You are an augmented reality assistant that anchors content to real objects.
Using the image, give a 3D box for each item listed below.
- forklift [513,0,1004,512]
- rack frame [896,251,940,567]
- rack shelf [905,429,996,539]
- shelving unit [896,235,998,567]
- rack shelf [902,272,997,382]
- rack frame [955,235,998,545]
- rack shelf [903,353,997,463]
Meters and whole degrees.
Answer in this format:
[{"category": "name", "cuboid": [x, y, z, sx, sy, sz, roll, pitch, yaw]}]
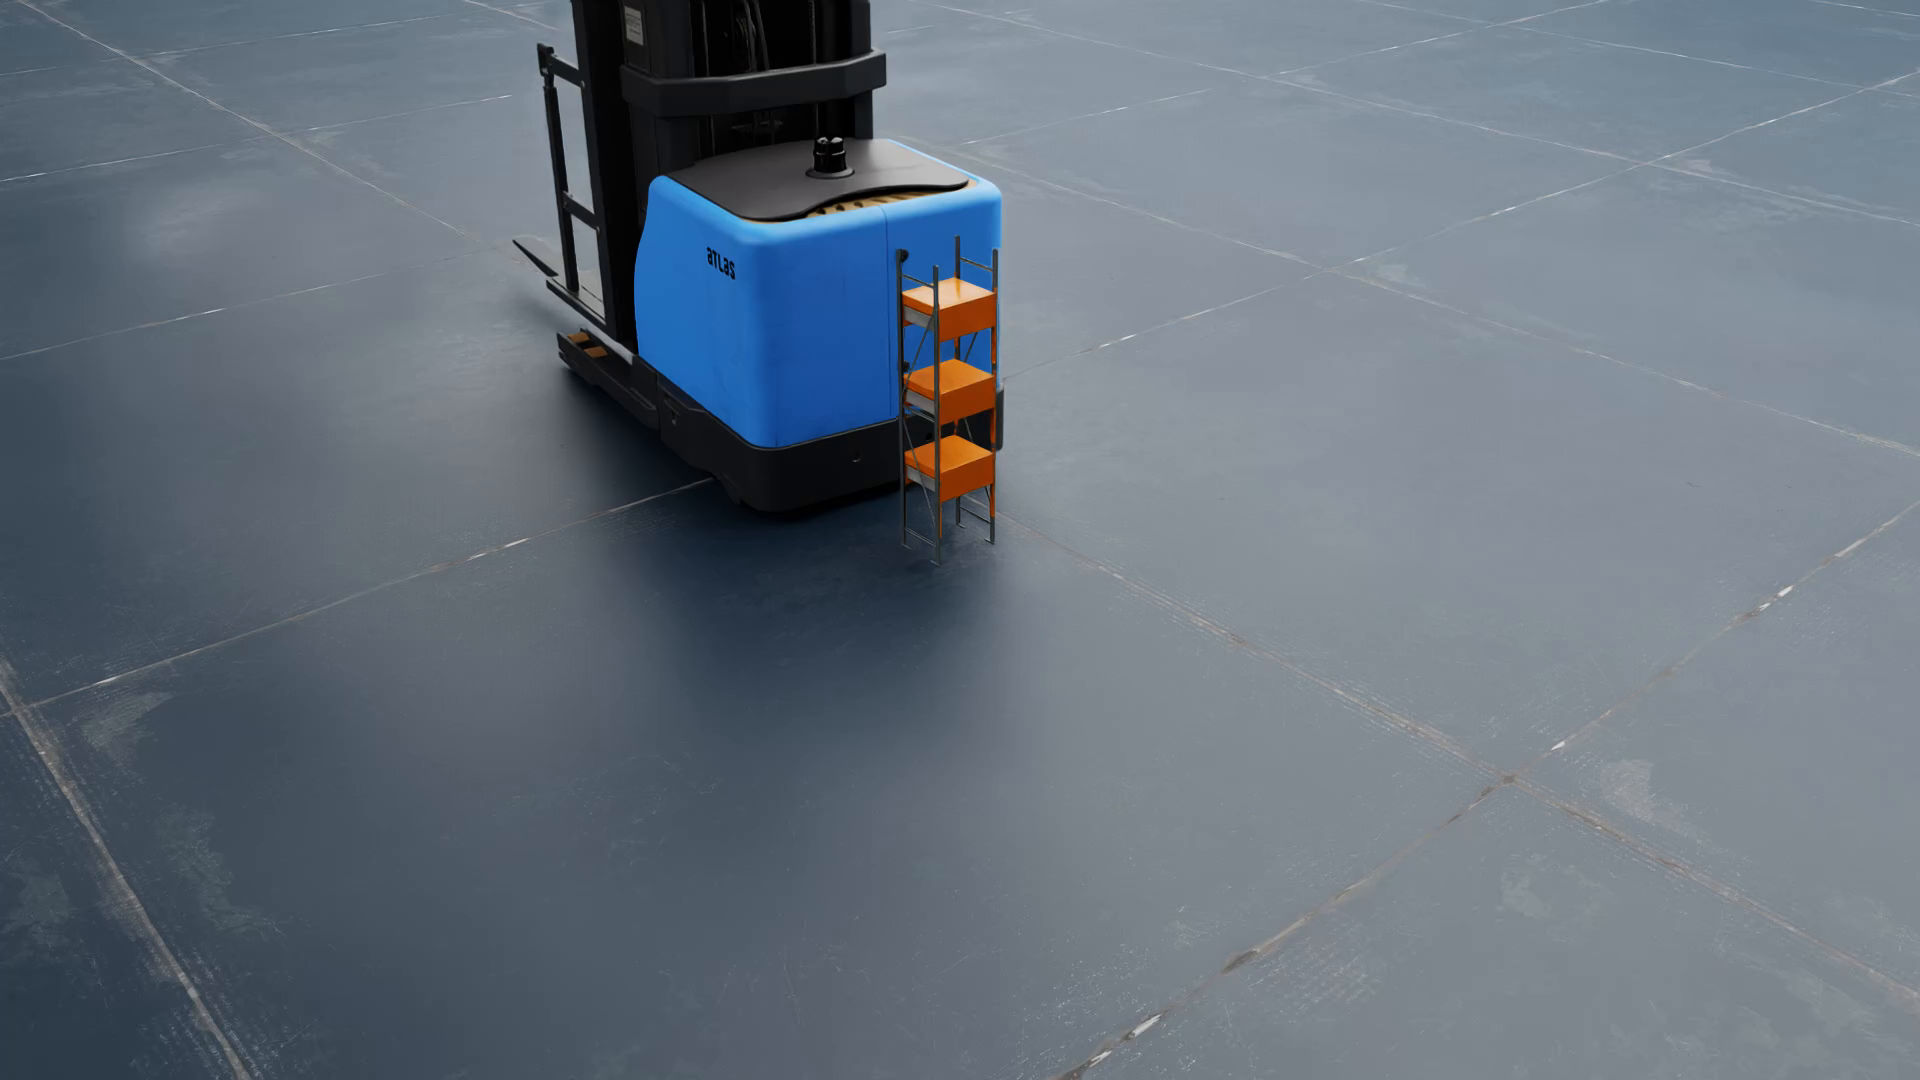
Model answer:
[{"category": "forklift", "cuboid": [-1.055, -2.041, 6.459, 1.130, 2.935, 3.031, -17, 32, -28]}, {"category": "rack frame", "cuboid": [-0.134, -0.409, 5.402, 0.008, 1.050, 0.200, -22, 35, -35]}, {"category": "rack shelf", "cuboid": [-0.041, -0.192, 5.608, 0.240, 0.259, 0.215, -22, 35, -35]}, {"category": "shelving unit", "cuboid": [-0.041, -0.447, 5.472, 0.252, 1.050, 0.215, -22, 35, -35]}, {"category": "rack shelf", "cuboid": [-0.041, -0.688, 5.343, 0.240, 0.259, 0.215, -22, 35, -35]}, {"category": "rack frame", "cuboid": [0.052, -0.484, 5.542, 0.008, 1.050, 0.200, -22, 35, -35]}, {"category": "rack shelf", "cuboid": [-0.041, -0.437, 5.477, 0.240, 0.259, 0.215, -22, 35, -35]}]
